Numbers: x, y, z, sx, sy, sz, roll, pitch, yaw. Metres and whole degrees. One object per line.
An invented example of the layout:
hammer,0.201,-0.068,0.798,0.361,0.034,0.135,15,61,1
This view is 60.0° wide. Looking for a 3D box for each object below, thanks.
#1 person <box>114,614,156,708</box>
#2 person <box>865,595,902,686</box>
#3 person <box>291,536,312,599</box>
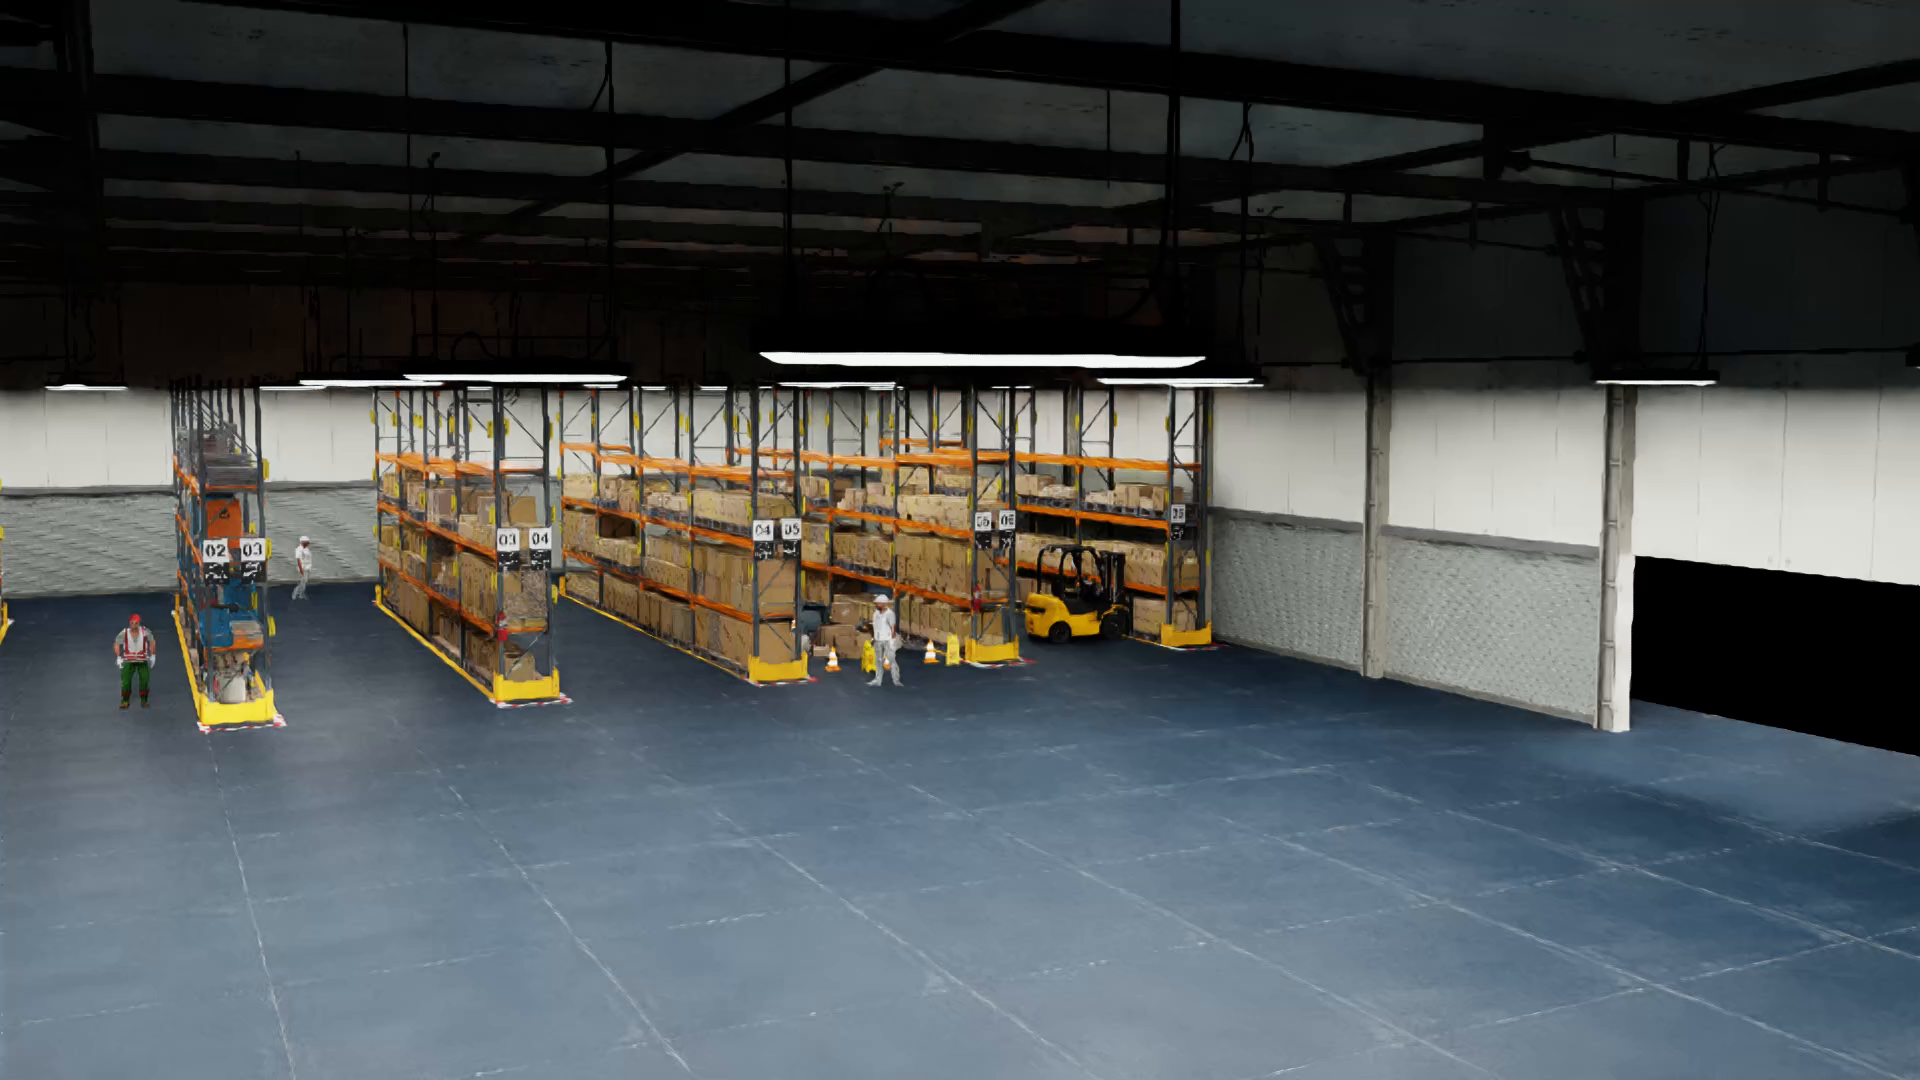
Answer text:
person,-14.929,2.187,30.108,0.677,1.741,0.552,-3,6,-28
person,-1.479,1.955,32.450,0.680,1.789,0.559,5,7,43
person,-18.126,0.765,45.751,0.463,1.761,0.720,0,5,4
